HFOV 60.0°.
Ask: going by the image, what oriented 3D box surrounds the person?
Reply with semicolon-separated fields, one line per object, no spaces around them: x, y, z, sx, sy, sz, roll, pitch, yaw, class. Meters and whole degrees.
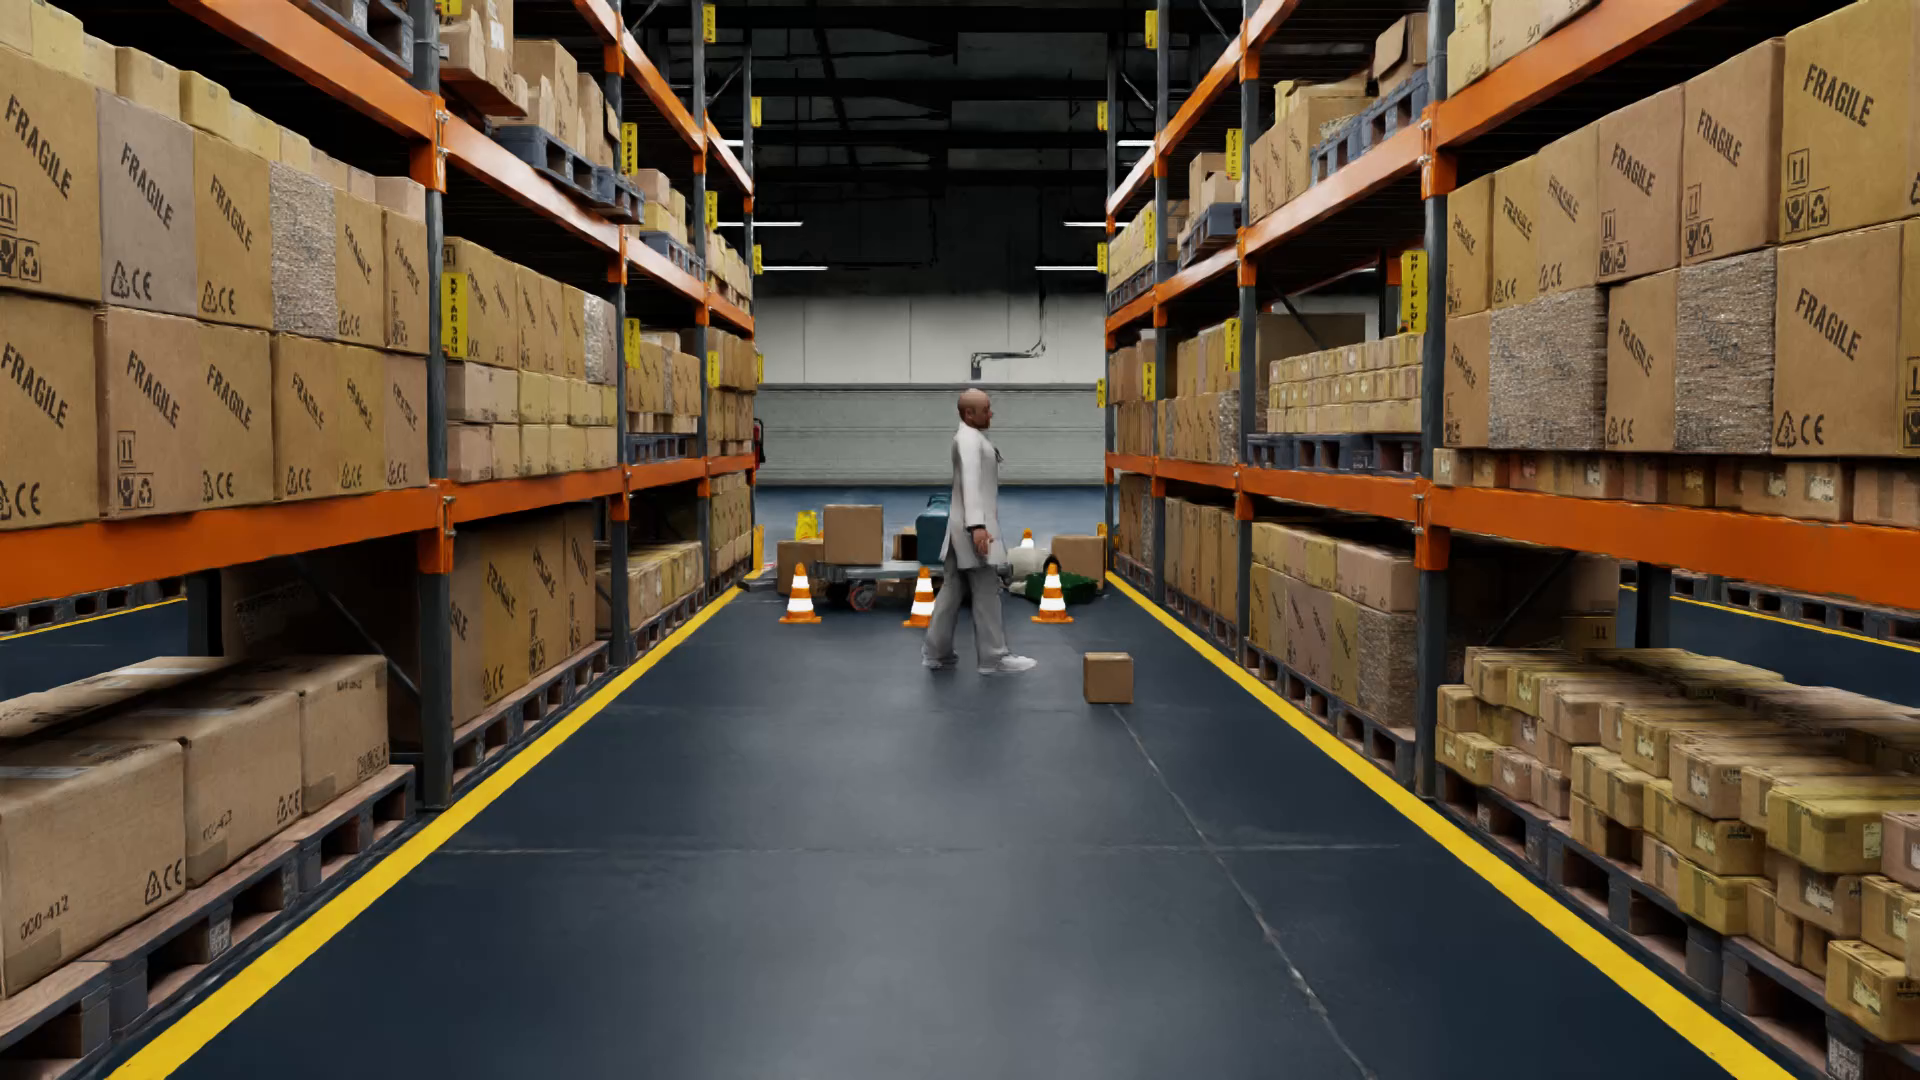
0.115;-0.057;10.413;0.690;1.774;0.795;-1;4;-8;person
